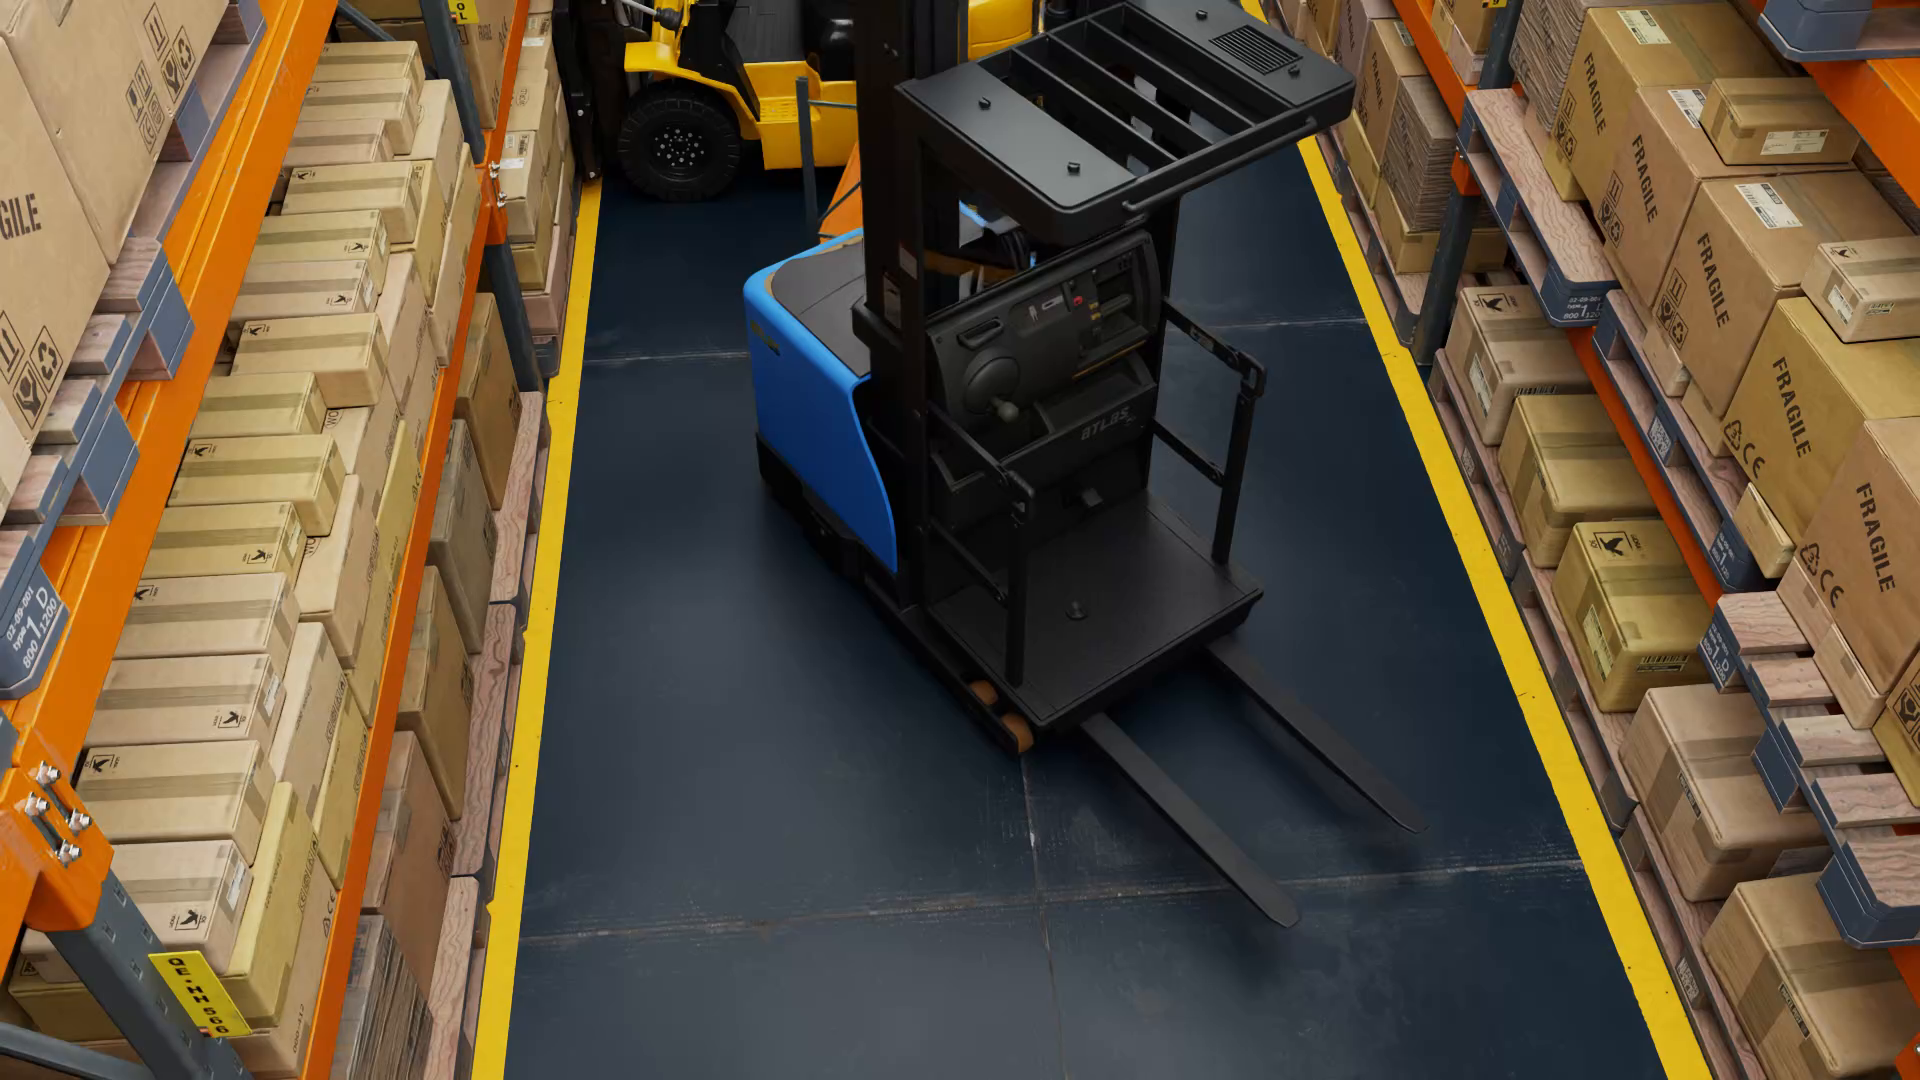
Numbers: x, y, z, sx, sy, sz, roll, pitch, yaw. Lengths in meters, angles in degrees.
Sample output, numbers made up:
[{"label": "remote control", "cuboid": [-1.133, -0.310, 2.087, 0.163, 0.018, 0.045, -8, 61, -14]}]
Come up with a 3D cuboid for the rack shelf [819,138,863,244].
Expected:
[{"label": "rack shelf", "cuboid": [-0.305, -1.509, 7.530, 0.538, 0.185, 1.000, 8, 47, 7]}]

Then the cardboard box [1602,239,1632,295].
[{"label": "cardboard box", "cuboid": [2.416, -0.969, 5.622, 0.380, 0.149, 0.250, -3, 47, -3]}]

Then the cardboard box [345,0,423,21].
[{"label": "cardboard box", "cuboid": [-2.118, -2.100, 6.293, 0.380, 0.149, 0.250, -4, 47, -4]}]

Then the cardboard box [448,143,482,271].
[{"label": "cardboard box", "cuboid": [-2.050, -1.195, 6.056, 0.500, 0.250, 0.500, -3, 47, -2]}]

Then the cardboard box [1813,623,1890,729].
[{"label": "cardboard box", "cuboid": [2.505, 0.344, 4.379, 0.380, 0.149, 0.250, -4, 47, -4]}]

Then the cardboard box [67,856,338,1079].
[{"label": "cardboard box", "cuboid": [-1.812, 1.014, 3.963, 0.500, 0.250, 0.500, -3, 47, -3]}]

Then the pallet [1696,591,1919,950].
[{"label": "pallet", "cuboid": [2.762, 0.551, 4.431, 1.213, 0.211, 1.003, -3, 47, -3]}]

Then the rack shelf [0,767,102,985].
[{"label": "rack shelf", "cuboid": [-1.851, 1.961, 1.393, 1.077, 0.370, 4.000, -3, 47, -3]}]

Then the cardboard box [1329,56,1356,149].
[{"label": "cardboard box", "cuboid": [2.183, -2.263, 8.569, 0.500, 0.250, 0.500, -3, 47, -3]}]

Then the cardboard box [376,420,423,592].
[{"label": "cardboard box", "cuboid": [-1.941, -0.098, 5.016, 0.500, 0.250, 0.500, -2, 47, -2]}]

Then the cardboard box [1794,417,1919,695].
[{"label": "cardboard box", "cuboid": [2.558, 0.028, 4.231, 0.500, 0.500, 0.500, -4, 47, -4]}]

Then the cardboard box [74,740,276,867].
[{"label": "cardboard box", "cuboid": [-1.775, 0.599, 3.737, 0.380, 0.149, 0.250, -3, 47, -2]}]

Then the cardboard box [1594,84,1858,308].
[{"label": "cardboard box", "cuboid": [2.416, -1.104, 5.303, 0.500, 0.500, 0.500, -4, 47, -4]}]

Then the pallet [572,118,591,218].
[{"label": "pallet", "cuboid": [-2.483, -2.099, 8.729, 1.003, 0.211, 1.213, -3, 47, -3]}]

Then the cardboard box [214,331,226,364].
[{"label": "cardboard box", "cuboid": [-2.503, -0.597, 5.145, 0.500, 0.250, 0.500, -5, 47, -4]}]

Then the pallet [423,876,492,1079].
[{"label": "pallet", "cuboid": [-2.048, 1.659, 5.170, 1.003, 0.211, 1.213, -3, 47, -3]}]

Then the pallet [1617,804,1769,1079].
[{"label": "pallet", "cuboid": [2.864, 1.387, 5.427, 1.003, 0.211, 1.213, -3, 47, -3]}]

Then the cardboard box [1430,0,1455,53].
[{"label": "cardboard box", "cuboid": [2.234, -2.208, 7.084, 0.380, 0.149, 0.250, -3, 47, -2]}]

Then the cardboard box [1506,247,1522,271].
[{"label": "cardboard box", "cuboid": [2.812, -1.542, 7.886, 0.500, 0.250, 0.500, -5, 47, -5]}]

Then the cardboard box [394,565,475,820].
[{"label": "cardboard box", "cuboid": [-2.176, 0.559, 5.637, 0.875, 0.625, 0.625, -5, 47, -5]}]

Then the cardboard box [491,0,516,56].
[{"label": "cardboard box", "cuboid": [-2.190, -2.343, 6.970, 0.500, 0.500, 0.500, -3, 47, -3]}]

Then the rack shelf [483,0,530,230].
[{"label": "rack shelf", "cuboid": [-2.521, -2.795, 7.963, 1.077, 0.370, 4.000, -3, 47, -3]}]

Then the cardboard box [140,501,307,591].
[{"label": "cardboard box", "cuboid": [-1.908, 0.047, 4.261, 0.380, 0.149, 0.250, -3, 47, -3]}]

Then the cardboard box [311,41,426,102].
[{"label": "cardboard box", "cuboid": [-2.103, -1.619, 5.839, 0.380, 0.149, 0.250, -2, 47, -2]}]

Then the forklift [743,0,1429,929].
[{"label": "forklift", "cuboid": [0.430, -0.622, 5.457, 1.130, 2.935, 3.031, -28, 53, -24]}]

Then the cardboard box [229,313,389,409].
[{"label": "cardboard box", "cuboid": [-1.868, -0.510, 4.788, 0.380, 0.149, 0.250, -5, 47, -4]}]

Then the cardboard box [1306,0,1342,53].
[{"label": "cardboard box", "cuboid": [2.134, -2.892, 8.647, 0.500, 0.500, 0.500, -3, 47, -3]}]

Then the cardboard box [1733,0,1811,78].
[{"label": "cardboard box", "cuboid": [2.903, -1.502, 5.680, 0.500, 0.500, 0.500, -3, 47, -3]}]

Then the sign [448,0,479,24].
[{"label": "sign", "cuboid": [-1.813, -2.007, 5.978, 0.100, 0.325, 0.005, -3, 47, -3]}]

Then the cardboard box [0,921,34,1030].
[{"label": "cardboard box", "cuboid": [-2.333, 0.870, 3.756, 0.500, 0.250, 0.500, -3, 47, -2]}]

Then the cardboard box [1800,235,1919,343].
[{"label": "cardboard box", "cuboid": [2.509, -0.677, 4.452, 0.380, 0.149, 0.250, -6, 47, -5]}]

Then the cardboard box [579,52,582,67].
[{"label": "cardboard box", "cuboid": [-2.203, -2.271, 8.575, 0.500, 0.250, 0.500, -2, 47, -2]}]

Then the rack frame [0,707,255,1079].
[{"label": "rack frame", "cuboid": [-2.015, 1.298, 3.591, 0.949, 2.616, 0.053, -3, 47, -3]}]

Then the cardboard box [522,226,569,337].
[{"label": "cardboard box", "cuboid": [-2.064, -1.165, 7.528, 0.500, 0.250, 0.500, -3, 47, -3]}]

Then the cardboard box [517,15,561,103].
[{"label": "cardboard box", "cuboid": [-2.167, -2.237, 7.855, 0.500, 0.250, 0.500, -2, 47, -2]}]

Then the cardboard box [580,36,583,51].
[{"label": "cardboard box", "cuboid": [-2.241, -2.792, 8.725, 0.500, 0.250, 0.500, -4, 47, -4]}]

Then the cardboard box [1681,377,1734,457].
[{"label": "cardboard box", "cuboid": [2.457, -0.403, 5.086, 0.380, 0.149, 0.250, -5, 47, -5]}]

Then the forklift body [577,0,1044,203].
[{"label": "forklift body", "cuboid": [-0.711, -2.937, 8.186, 2.313, 2.155, 1.214, -3, 47, -3]}]

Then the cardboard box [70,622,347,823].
[{"label": "cardboard box", "cuboid": [-1.853, 0.480, 4.125, 0.500, 0.250, 0.500, -2, 47, -2]}]

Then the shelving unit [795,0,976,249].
[{"label": "shelving unit", "cuboid": [-0.307, -1.626, 7.393, 0.587, 1.500, 1.083, 8, 47, 7]}]

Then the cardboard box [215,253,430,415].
[{"label": "cardboard box", "cuboid": [-1.970, -0.634, 5.180, 0.500, 0.250, 0.500, -3, 47, -3]}]

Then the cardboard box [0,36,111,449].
[{"label": "cardboard box", "cuboid": [-1.836, -0.485, 2.787, 0.500, 0.500, 0.500, -3, 47, -3]}]

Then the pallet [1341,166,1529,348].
[{"label": "pallet", "cuboid": [2.501, -1.425, 8.091, 1.003, 0.211, 1.213, -3, 47, -3]}]

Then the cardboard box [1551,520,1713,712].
[{"label": "cardboard box", "cuboid": [2.763, 0.261, 6.094, 0.950, 0.372, 0.625, -2, 47, -2]}]

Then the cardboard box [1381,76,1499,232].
[{"label": "cardboard box", "cuboid": [2.276, -1.769, 7.584, 0.500, 0.500, 0.500, -4, 47, -4]}]

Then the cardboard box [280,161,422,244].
[{"label": "cardboard box", "cuboid": [-1.942, -1.071, 5.320, 0.380, 0.149, 0.250, -5, 47, -5]}]

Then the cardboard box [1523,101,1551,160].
[{"label": "cardboard box", "cuboid": [2.324, -1.539, 6.162, 0.380, 0.149, 0.250, -3, 47, -3]}]

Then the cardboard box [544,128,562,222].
[{"label": "cardboard box", "cuboid": [-2.130, -1.699, 7.690, 0.500, 0.250, 0.500, -4, 47, -4]}]
